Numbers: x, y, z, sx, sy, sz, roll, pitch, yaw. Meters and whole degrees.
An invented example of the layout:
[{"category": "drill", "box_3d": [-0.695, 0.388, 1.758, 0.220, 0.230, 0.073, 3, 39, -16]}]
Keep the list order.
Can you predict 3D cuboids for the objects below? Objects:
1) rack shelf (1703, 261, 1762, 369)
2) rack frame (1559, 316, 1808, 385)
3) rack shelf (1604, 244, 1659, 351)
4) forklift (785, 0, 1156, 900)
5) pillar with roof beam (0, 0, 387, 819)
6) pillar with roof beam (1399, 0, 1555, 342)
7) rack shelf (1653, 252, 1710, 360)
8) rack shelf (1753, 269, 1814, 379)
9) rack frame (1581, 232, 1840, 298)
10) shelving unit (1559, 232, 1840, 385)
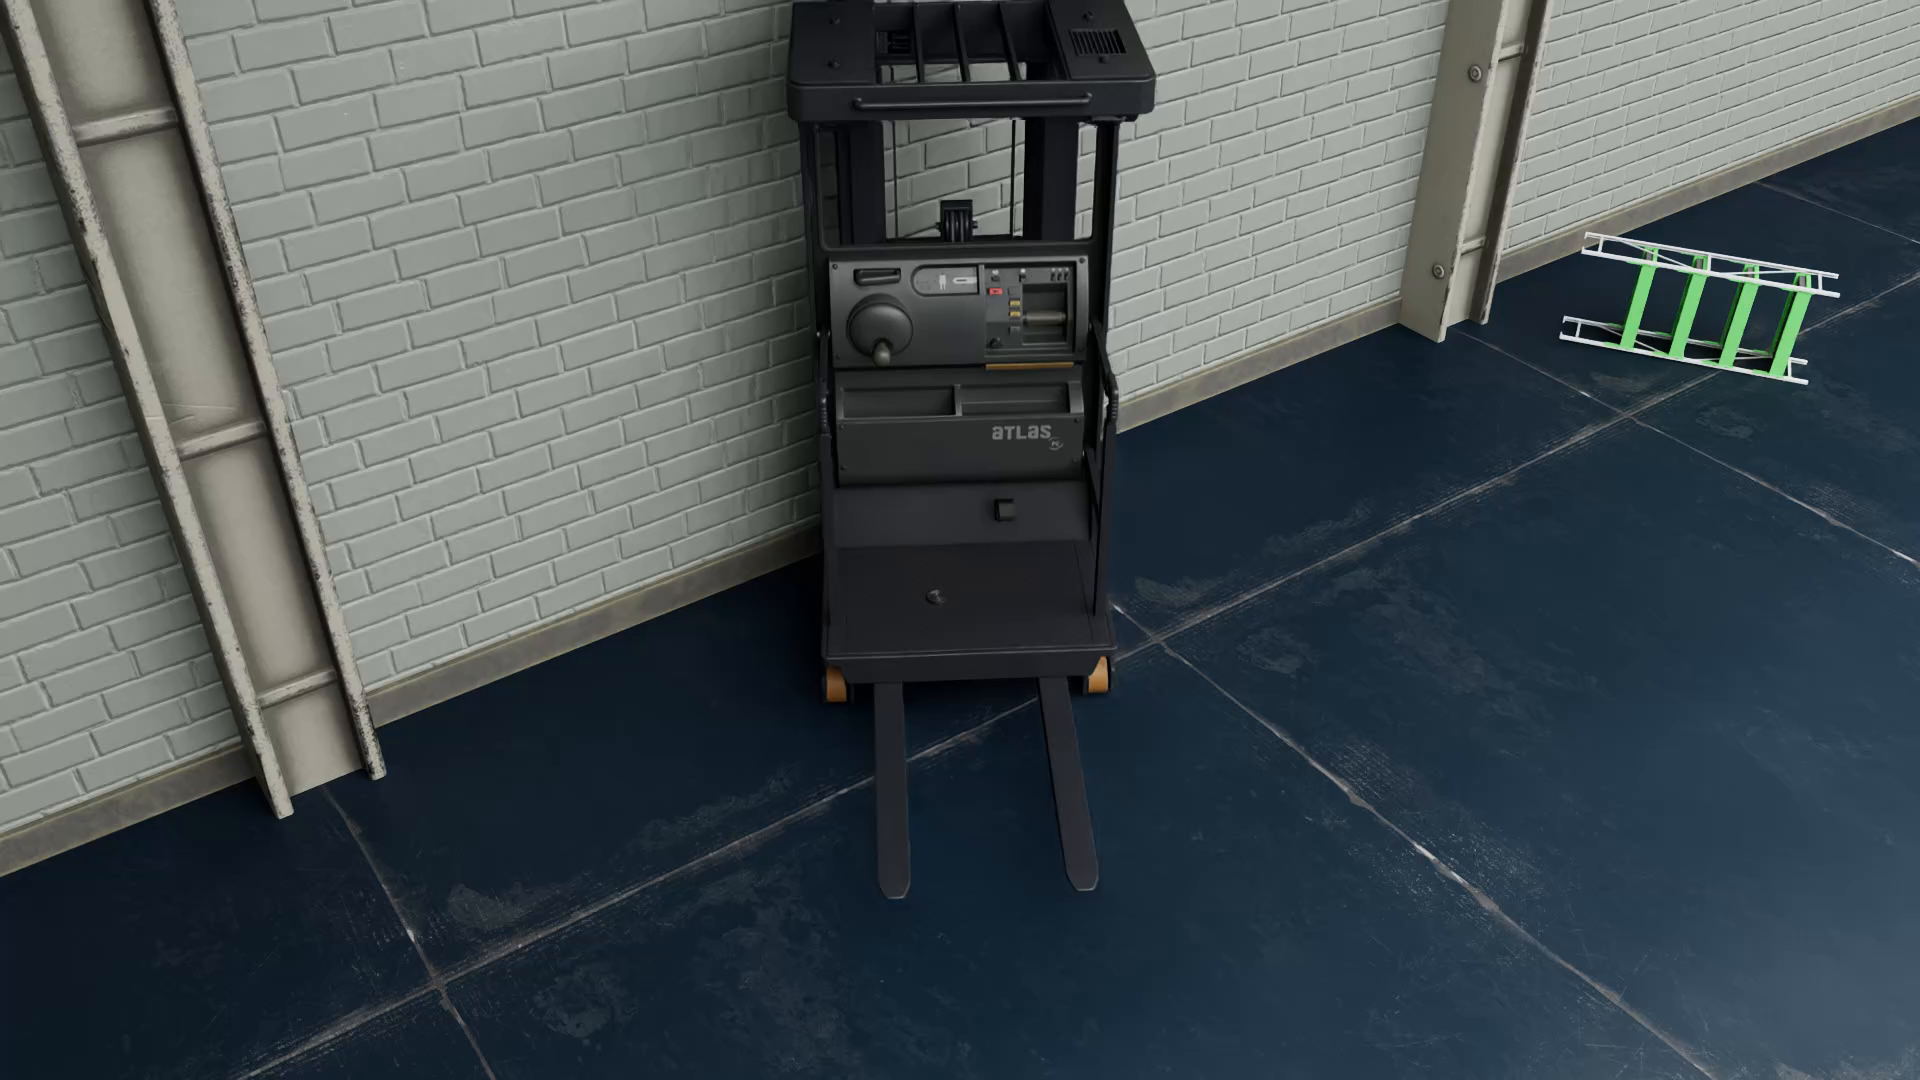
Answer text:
[{"category": "rack shelf", "box_3d": [3.897, -1.142, 8.395, 0.148, 0.480, 0.258, 14, 38, 17]}, {"category": "rack frame", "box_3d": [3.730, -0.985, 8.590, 1.200, 0.015, 0.240, 14, 38, 17]}, {"category": "rack shelf", "box_3d": [3.451, -1.252, 8.534, 0.148, 0.480, 0.258, 14, 38, 17]}, {"category": "forklift", "box_3d": [0.012, -0.763, 5.800, 1.130, 2.935, 3.031, -2, 36, -3]}, {"category": "pillar with roof beam", "box_3d": [0.143, -0.750, 0.586, 0.400, 9.000, 9.100, -22, 41, -28]}, {"category": "pillar with roof beam", "box_3d": [5.048, -2.768, 3.392, 0.400, 9.000, 9.100, -22, 41, -28]}, {"category": "rack shelf", "box_3d": [3.674, -1.197, 8.465, 0.148, 0.480, 0.258, 14, 38, 17]}, {"category": "rack shelf", "box_3d": [4.120, -1.087, 8.325, 0.148, 0.480, 0.258, 14, 38, 17]}, {"category": "rack frame", "box_3d": [3.737, -1.379, 8.303, 1.200, 0.015, 0.240, 14, 38, 17]}, {"category": "shelving unit", "box_3d": [3.733, -1.182, 8.446, 1.200, 0.503, 0.258, 14, 38, 17]}]
